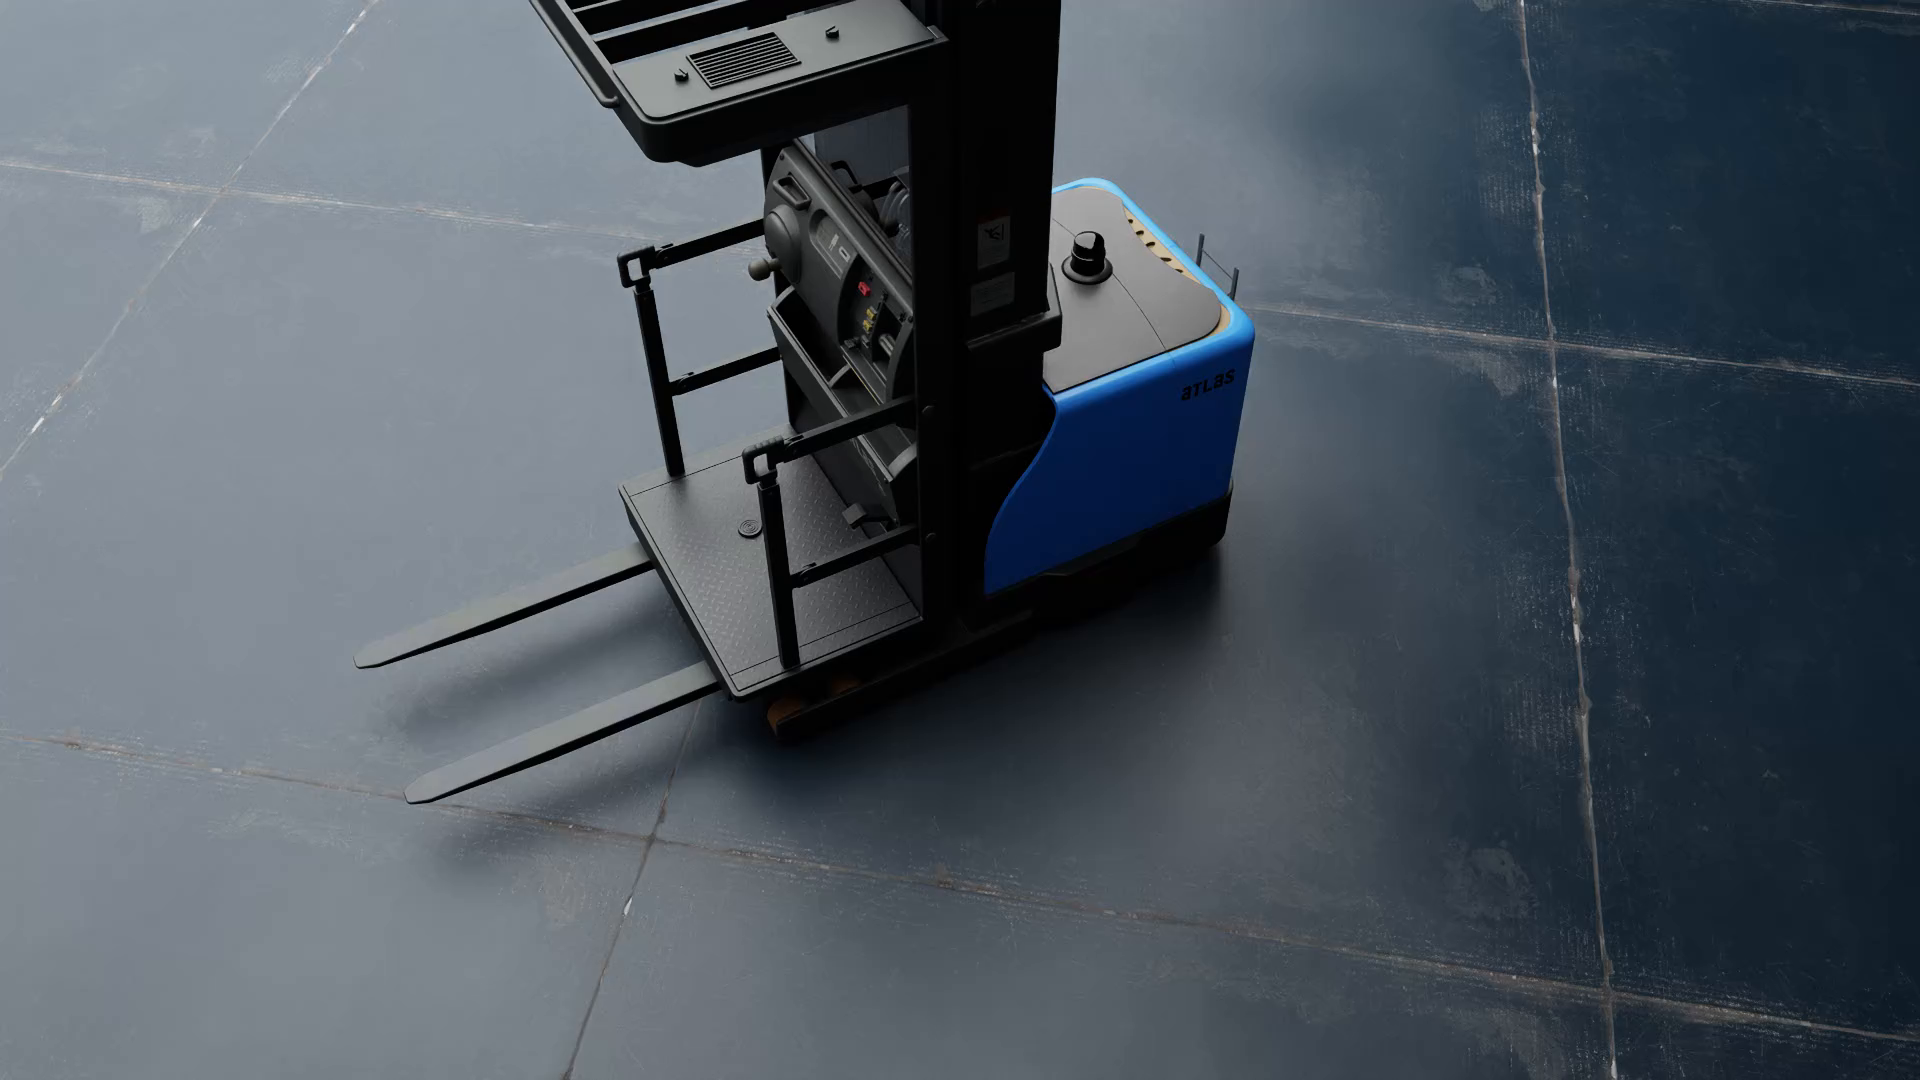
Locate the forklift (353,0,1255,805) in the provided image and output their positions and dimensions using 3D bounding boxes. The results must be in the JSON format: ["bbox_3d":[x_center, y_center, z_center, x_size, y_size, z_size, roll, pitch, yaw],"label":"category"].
[{"bbox_3d":[-0.555,-0.757,4.959,3.031,2.935,1.130,-22,52,-19],"label":"forklift"}]

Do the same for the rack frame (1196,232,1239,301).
[{"bbox_3d":[0.932,-0.739,6.309,0.006,0.900,0.240,-22,52,-19],"label":"rack frame"}]

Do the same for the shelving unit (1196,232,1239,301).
[{"bbox_3d":[0.842,-0.703,6.276,0.210,0.900,0.258,-22,52,-19],"label":"shelving unit"}]
